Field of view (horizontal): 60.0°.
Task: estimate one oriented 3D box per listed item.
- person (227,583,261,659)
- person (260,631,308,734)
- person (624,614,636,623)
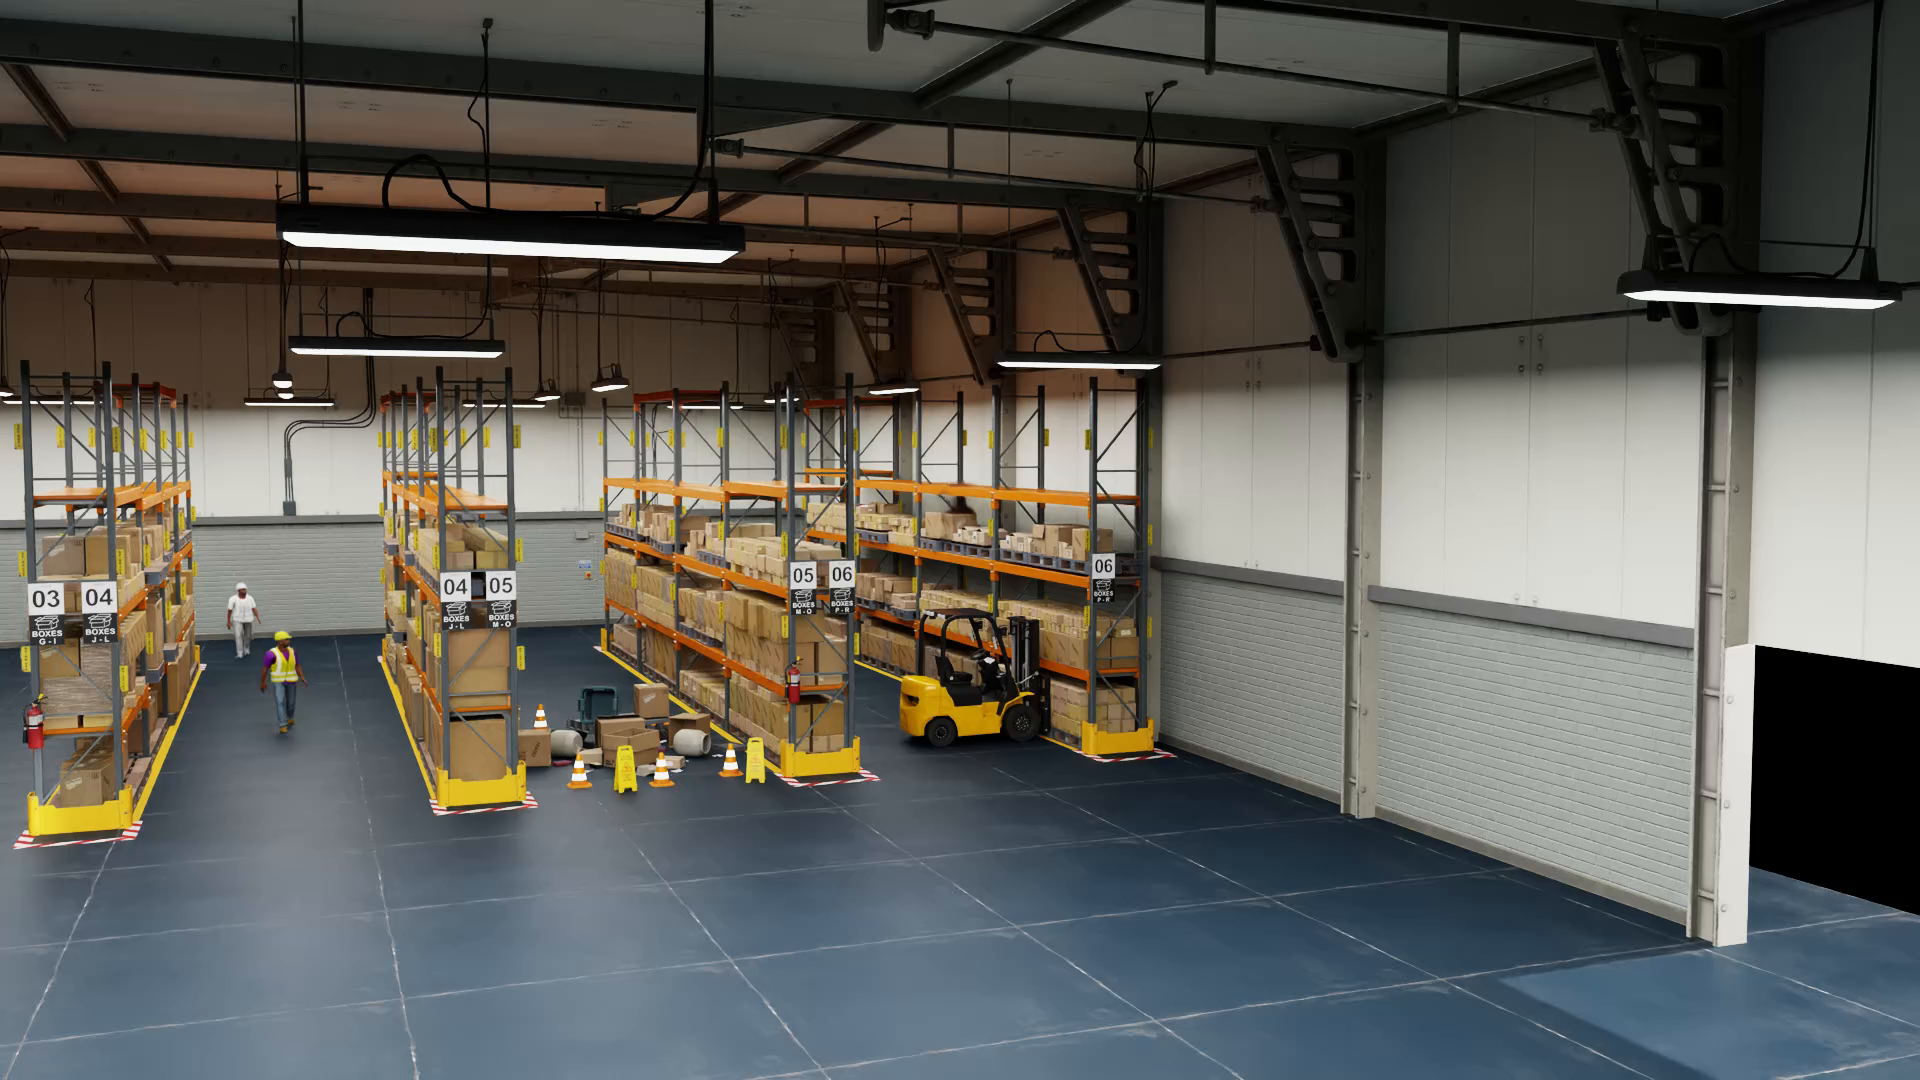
[{"bbox_3d":[-16.401,1.845,38.072,0.717,1.717,1.058,-2,4,-24],"label":"person"},{"bbox_3d":[-11.634,2.429,28.588,0.747,1.725,1.080,-2,4,-26],"label":"person"},{"bbox_3d":[-8.132,1.626,41.513,0.616,1.806,0.454,0,3,1],"label":"person"}]
